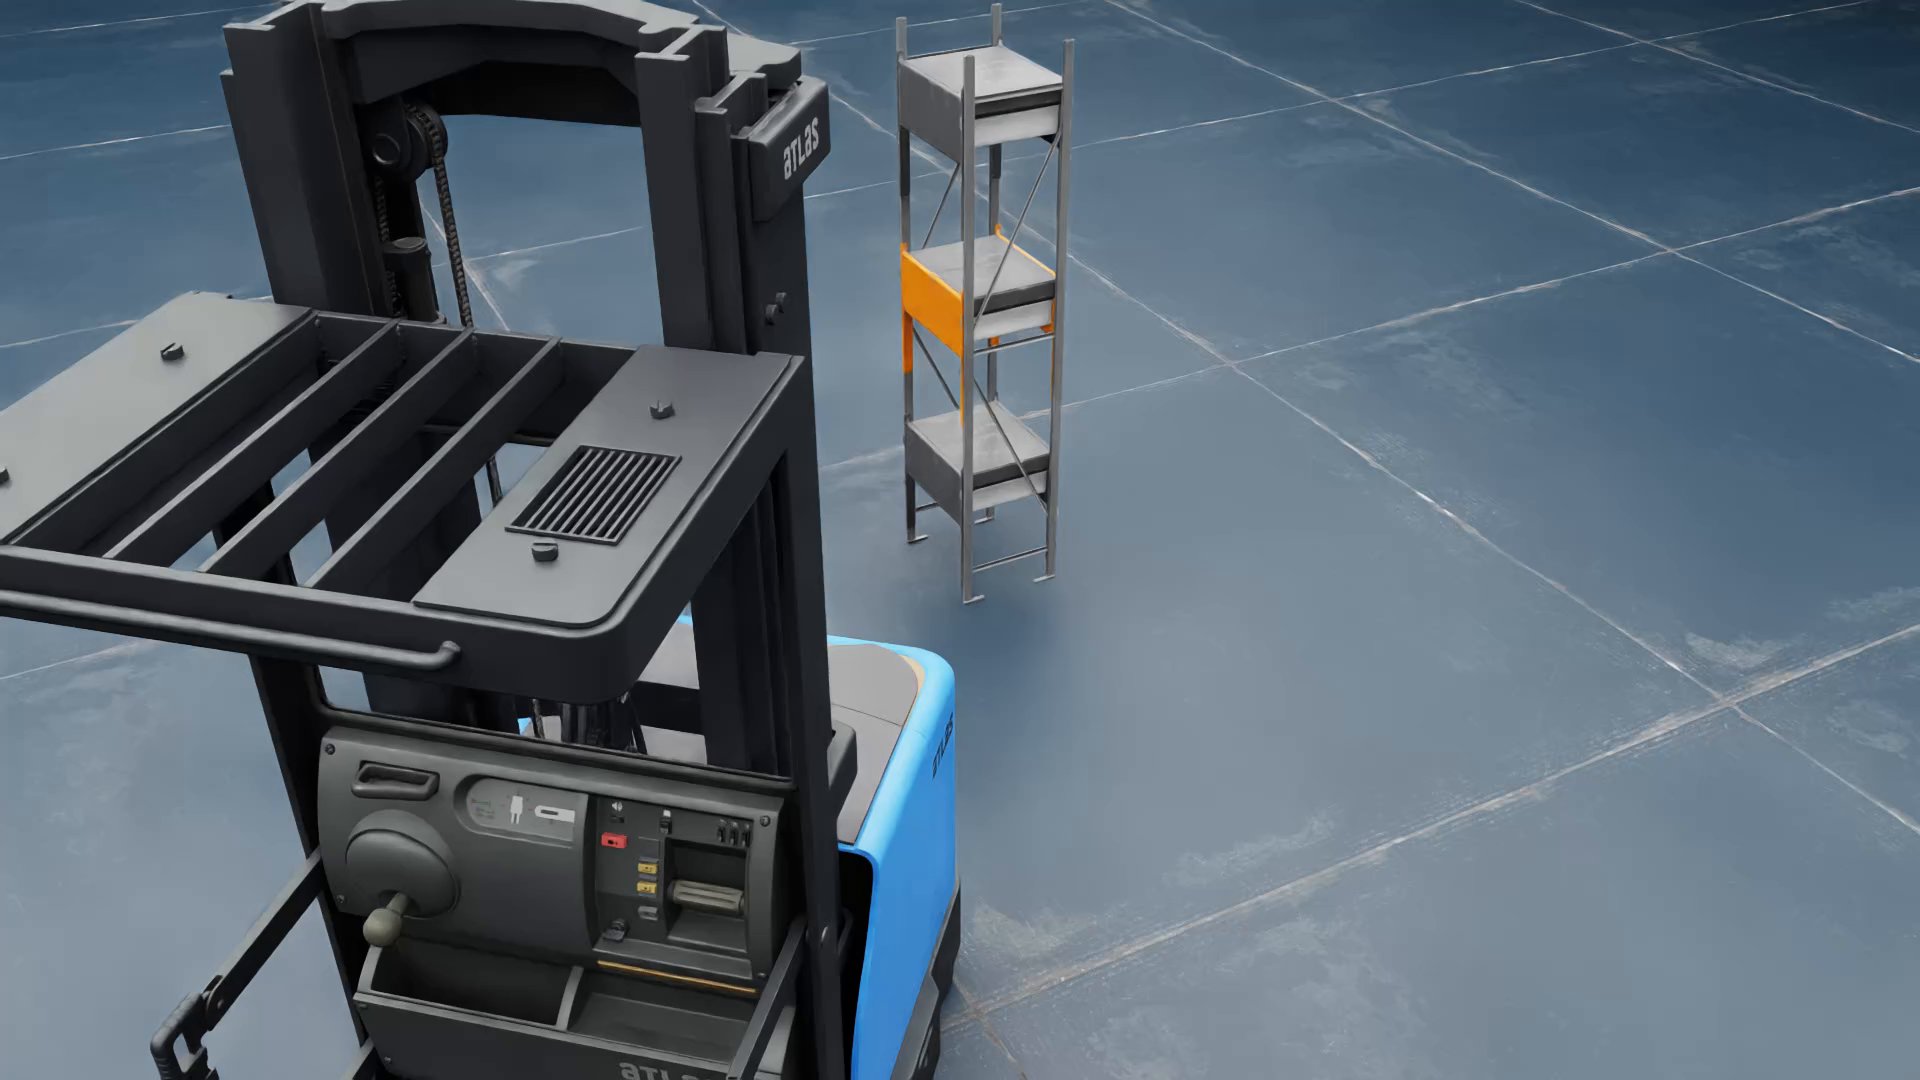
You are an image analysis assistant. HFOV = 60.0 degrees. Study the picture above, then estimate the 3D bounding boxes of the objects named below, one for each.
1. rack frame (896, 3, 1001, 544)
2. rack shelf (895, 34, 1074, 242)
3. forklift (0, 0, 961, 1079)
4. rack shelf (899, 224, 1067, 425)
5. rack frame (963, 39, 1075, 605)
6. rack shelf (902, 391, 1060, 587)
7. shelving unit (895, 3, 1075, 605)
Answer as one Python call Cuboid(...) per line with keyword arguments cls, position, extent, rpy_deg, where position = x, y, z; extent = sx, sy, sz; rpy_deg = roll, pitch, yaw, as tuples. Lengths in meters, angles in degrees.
Cuboid(cls="rack frame", position=(-0.037, -0.922, 6.242), extent=(0.400, 2.100, 0.015), rpy_deg=(-16, 36, -23))
Cuboid(cls="rack shelf", position=(0.077, -1.383, 5.690), extent=(0.431, 0.518, 0.480), rpy_deg=(-16, 36, -23))
Cuboid(cls="forklift", position=(-0.837, 0.672, 2.985), extent=(1.130, 2.935, 3.031), rpy_deg=(7, 33, 11))
Cuboid(cls="rack shelf", position=(0.077, -0.794, 6.068), extent=(0.431, 0.518, 0.480), rpy_deg=(-16, 36, -23))
Cuboid(cls="rack frame", position=(0.191, -0.689, 5.879), extent=(0.400, 2.100, 0.015), rpy_deg=(-16, 36, -23))
Cuboid(cls="rack shelf", position=(0.077, -0.204, 6.445), extent=(0.431, 0.518, 0.480), rpy_deg=(-16, 36, -23))
Cuboid(cls="shelving unit", position=(0.077, -0.805, 6.060), extent=(0.431, 2.100, 0.503), rpy_deg=(-16, 36, -23))
